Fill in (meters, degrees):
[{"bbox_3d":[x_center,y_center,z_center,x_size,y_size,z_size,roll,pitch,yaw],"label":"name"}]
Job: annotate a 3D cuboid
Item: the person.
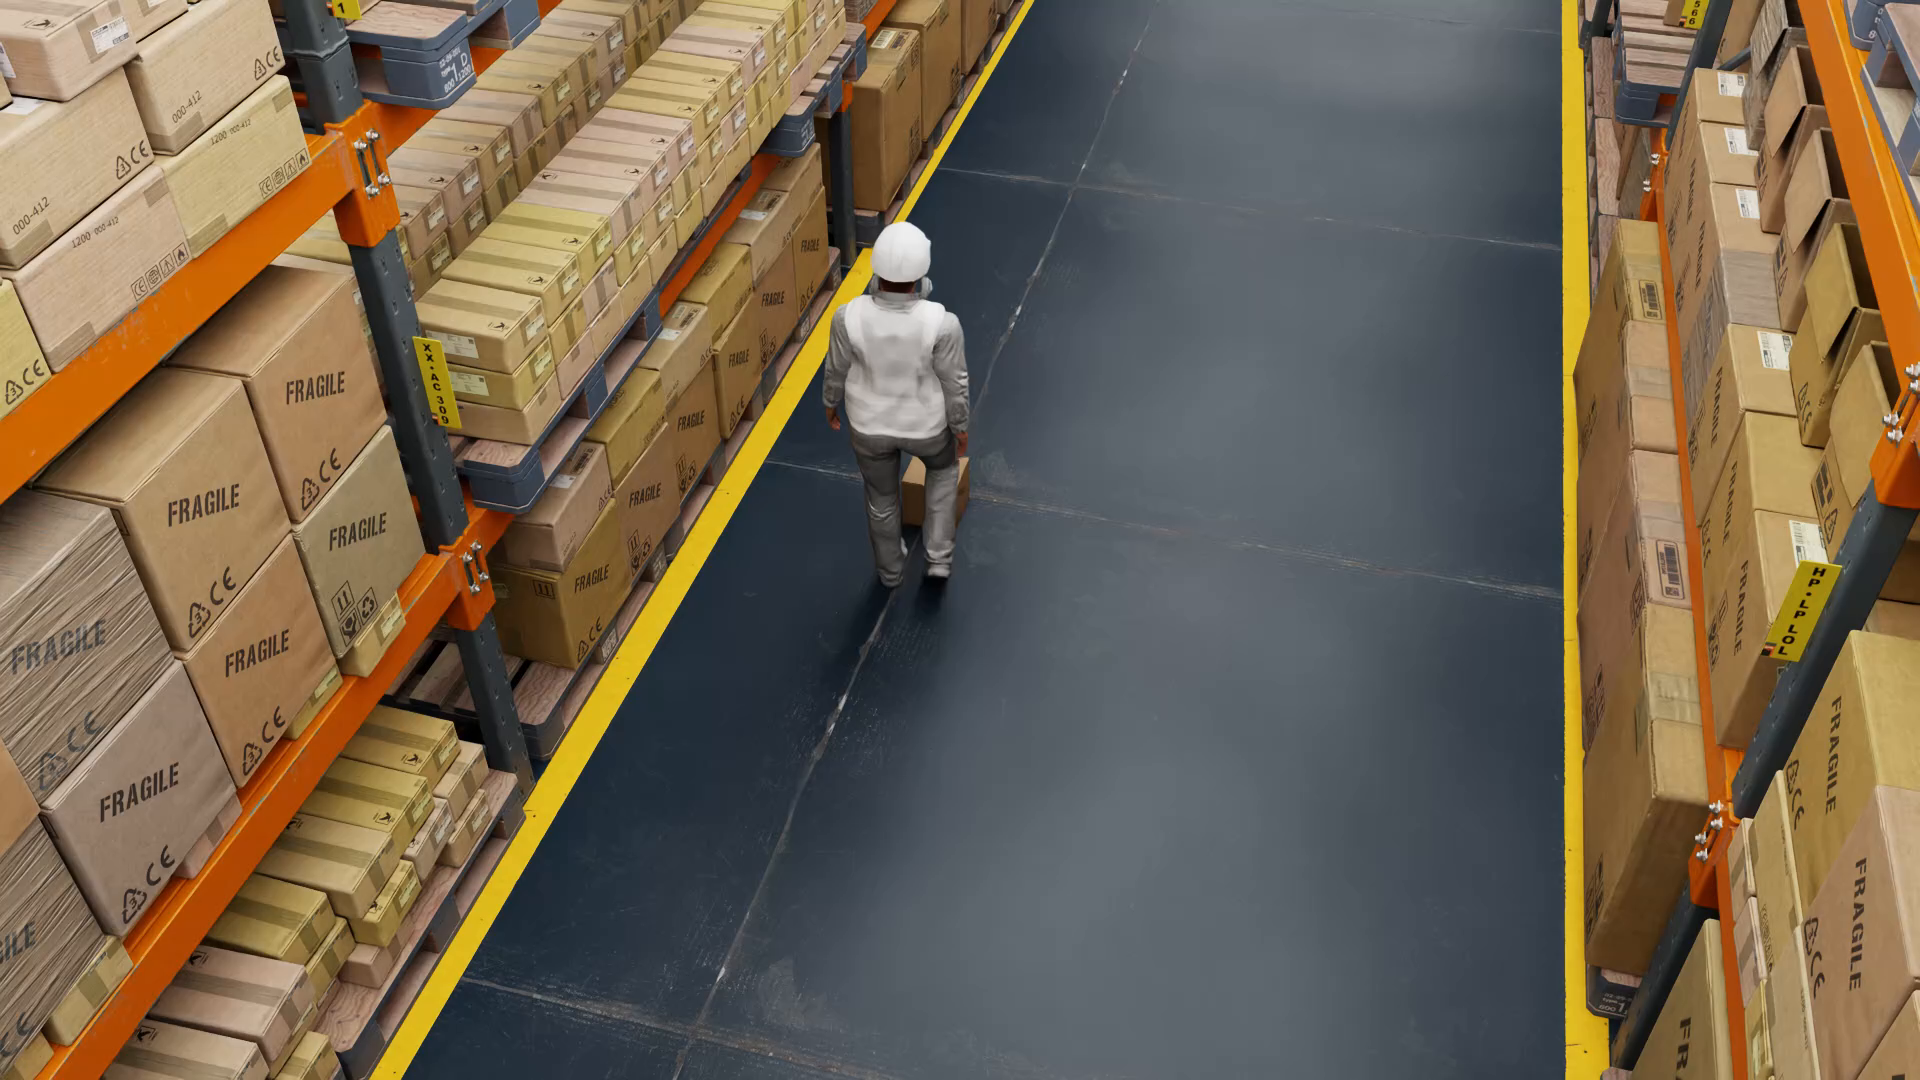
[{"bbox_3d":[-0.246,-0.547,6.788,0.573,1.806,0.527,6,41,6],"label":"person"}]
